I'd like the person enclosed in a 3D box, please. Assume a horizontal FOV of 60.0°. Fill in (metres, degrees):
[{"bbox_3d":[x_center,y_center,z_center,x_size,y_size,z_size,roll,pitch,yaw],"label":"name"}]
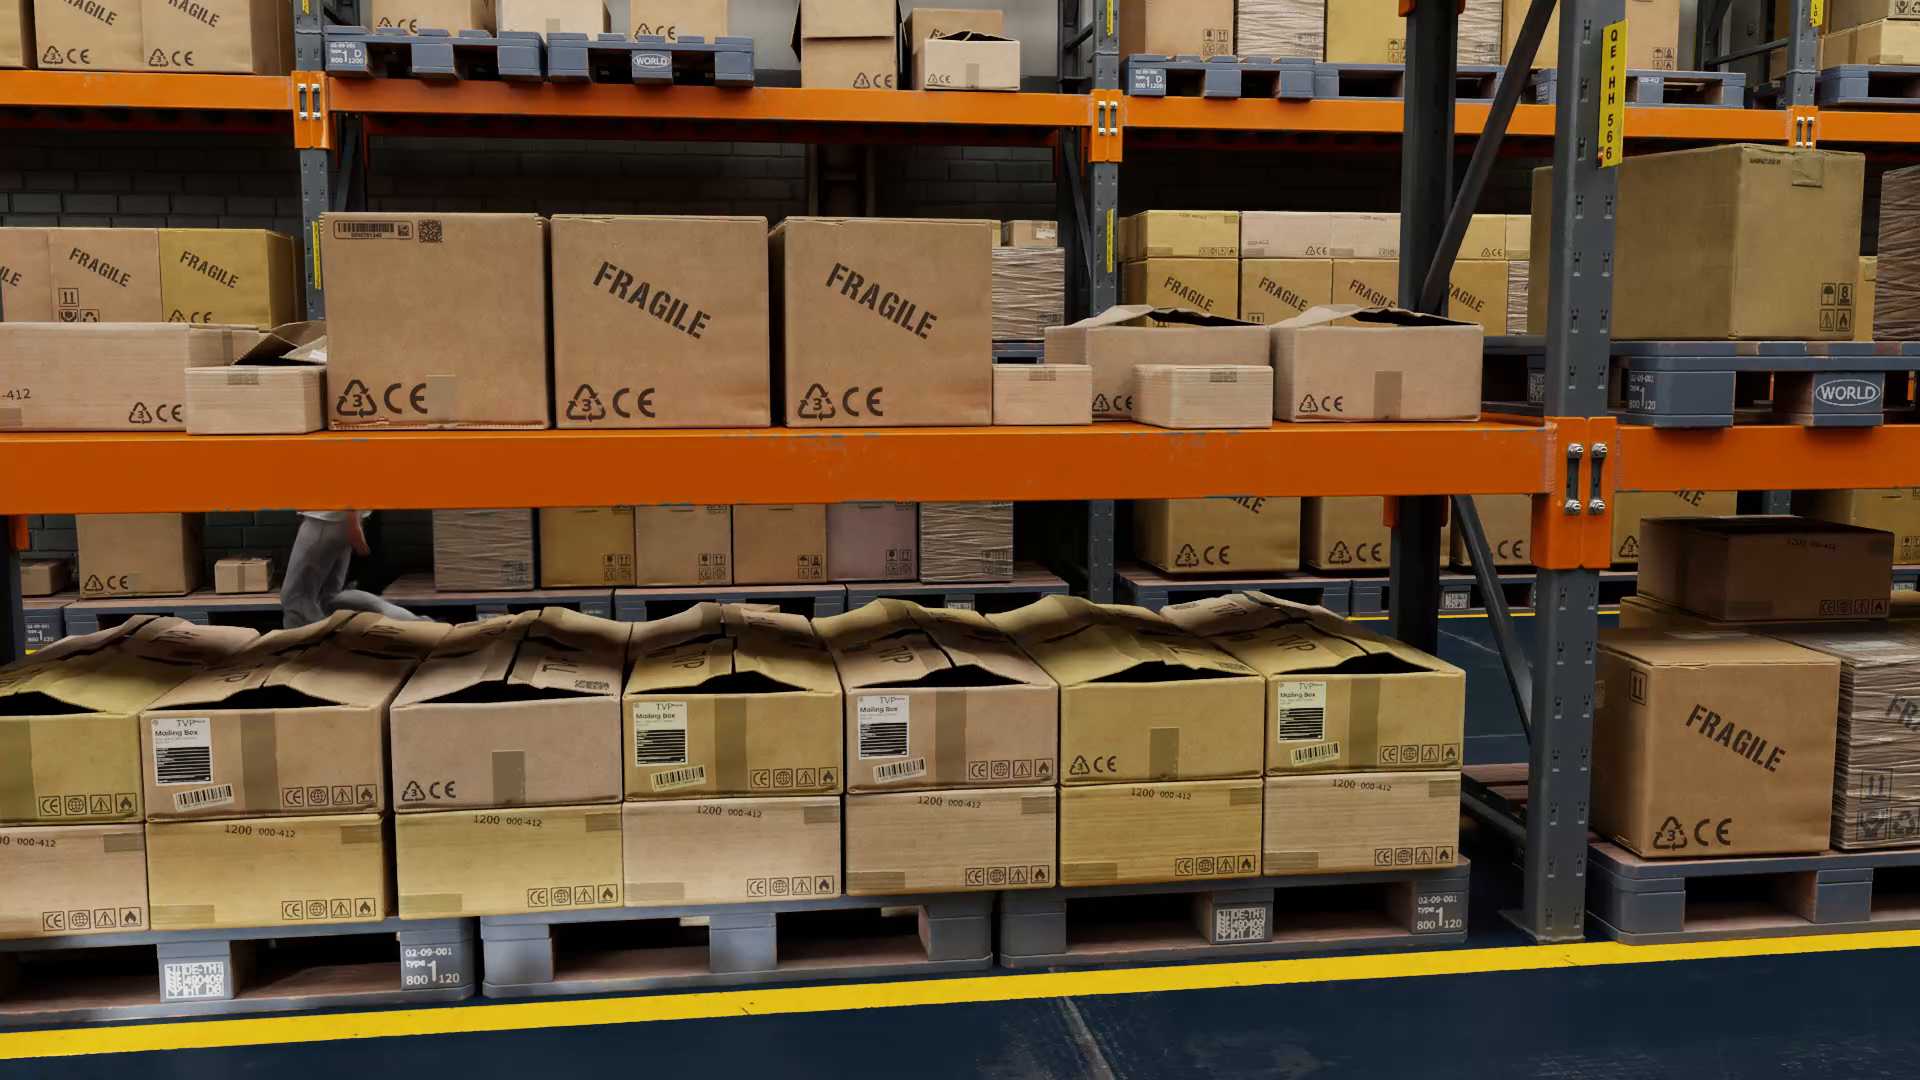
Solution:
[{"bbox_3d":[-2.460,-0.089,6.662,0.729,1.572,0.439,-2,7,-20],"label":"person"}]
